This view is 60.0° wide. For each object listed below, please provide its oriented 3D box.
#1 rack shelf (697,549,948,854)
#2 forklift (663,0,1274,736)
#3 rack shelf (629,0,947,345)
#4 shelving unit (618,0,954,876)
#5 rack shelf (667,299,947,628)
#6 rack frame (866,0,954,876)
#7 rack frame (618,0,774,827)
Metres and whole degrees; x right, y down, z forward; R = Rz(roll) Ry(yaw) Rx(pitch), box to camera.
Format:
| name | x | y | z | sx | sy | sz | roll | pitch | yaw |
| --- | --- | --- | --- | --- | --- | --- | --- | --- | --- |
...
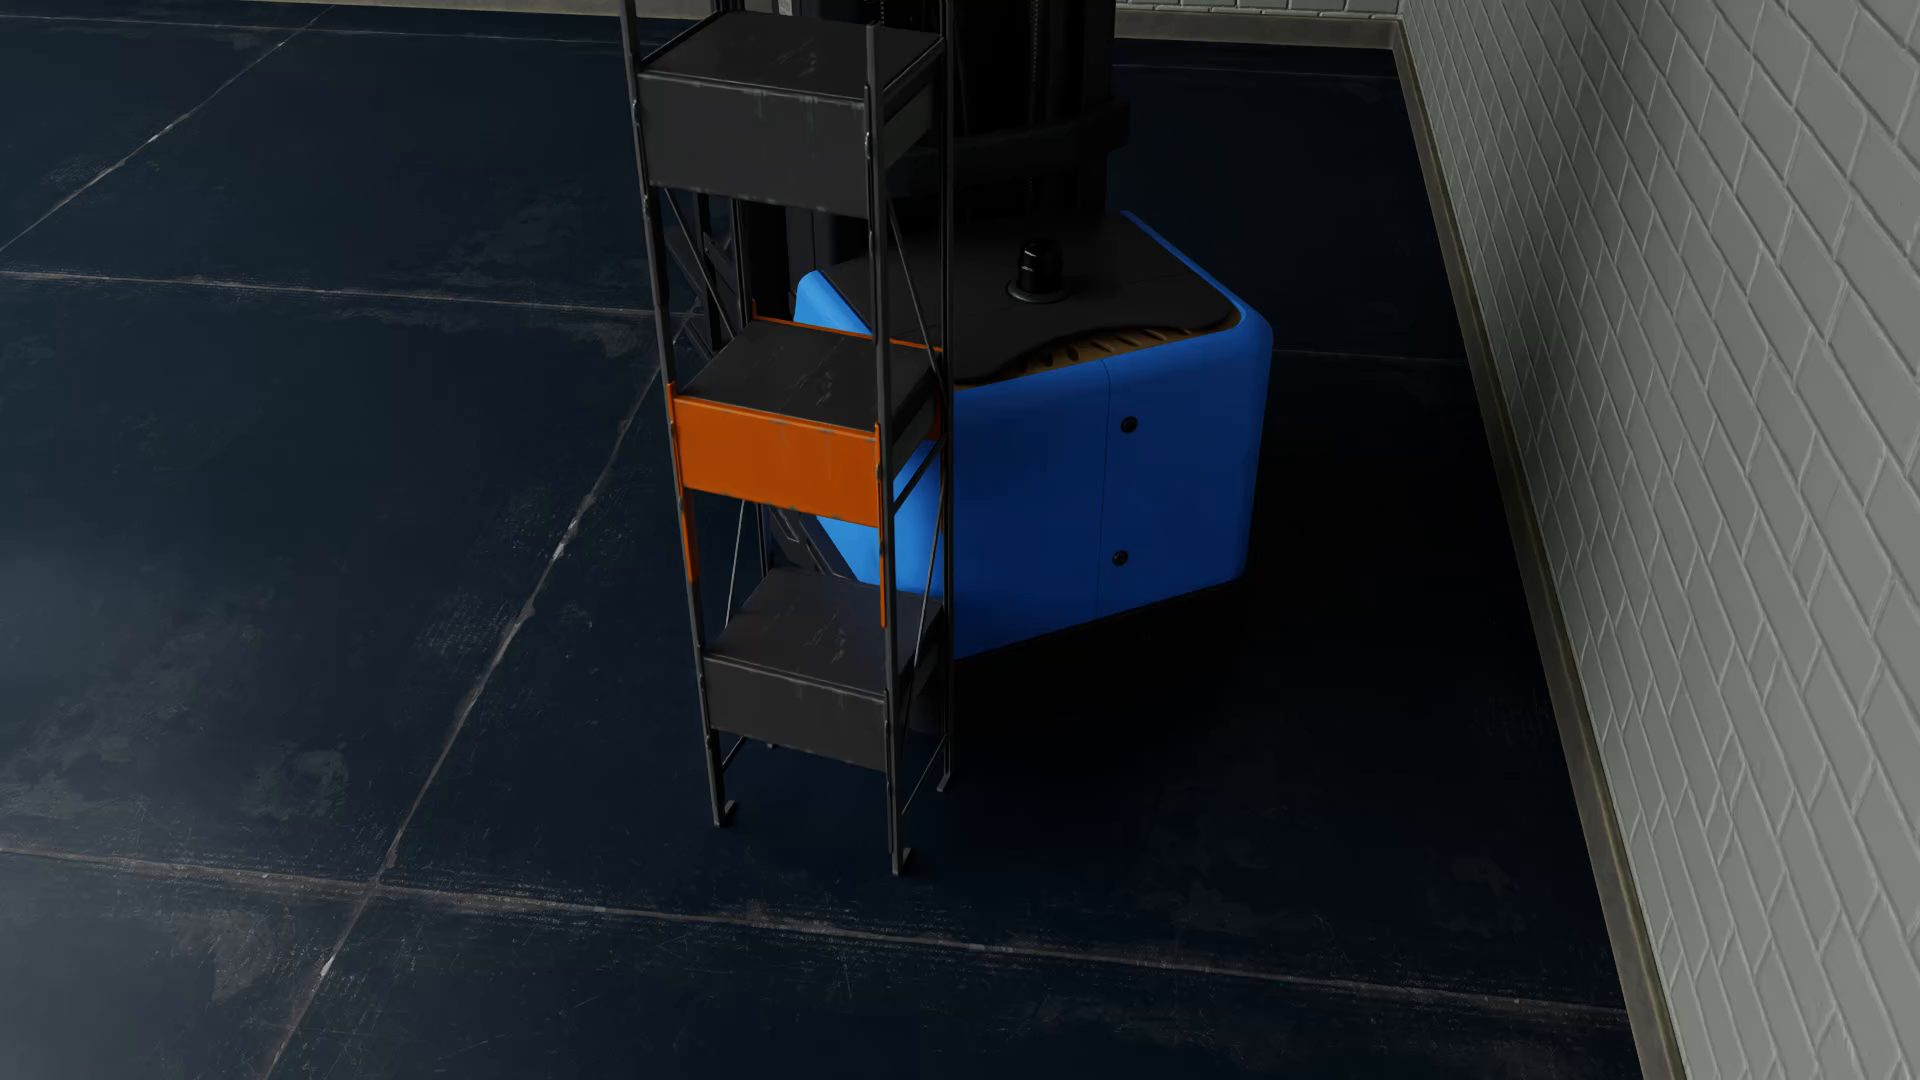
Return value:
| name | x | y | z | sx | sy | sz | roll | pitch | yaw |
| --- | --- | --- | --- | --- | --- | --- | --- | --- | --- |
| rack shelf | -0.319 | 0.393 | 4.118 | 0.480 | 0.518 | 0.431 | 12 | 37 | 16 |
| forklift | -0.255 | -1.523 | 4.861 | 1.130 | 2.935 | 3.031 | -15 | 38 | -20 |
| rack shelf | -0.317 | -0.749 | 3.309 | 0.480 | 0.518 | 0.431 | 12 | 37 | 16 |
| shelving unit | -0.318 | -0.189 | 3.706 | 0.503 | 2.100 | 0.431 | 12 | 37 | 16 |
| rack shelf | -0.318 | -0.178 | 3.714 | 0.480 | 0.518 | 0.431 | 12 | 37 | 16 |
| rack frame | -0.089 | -0.141 | 3.638 | 0.015 | 2.100 | 0.400 | 12 | 37 | 16 |
| rack frame | -0.548 | -0.237 | 3.774 | 0.015 | 2.100 | 0.400 | 12 | 37 | 16 |
